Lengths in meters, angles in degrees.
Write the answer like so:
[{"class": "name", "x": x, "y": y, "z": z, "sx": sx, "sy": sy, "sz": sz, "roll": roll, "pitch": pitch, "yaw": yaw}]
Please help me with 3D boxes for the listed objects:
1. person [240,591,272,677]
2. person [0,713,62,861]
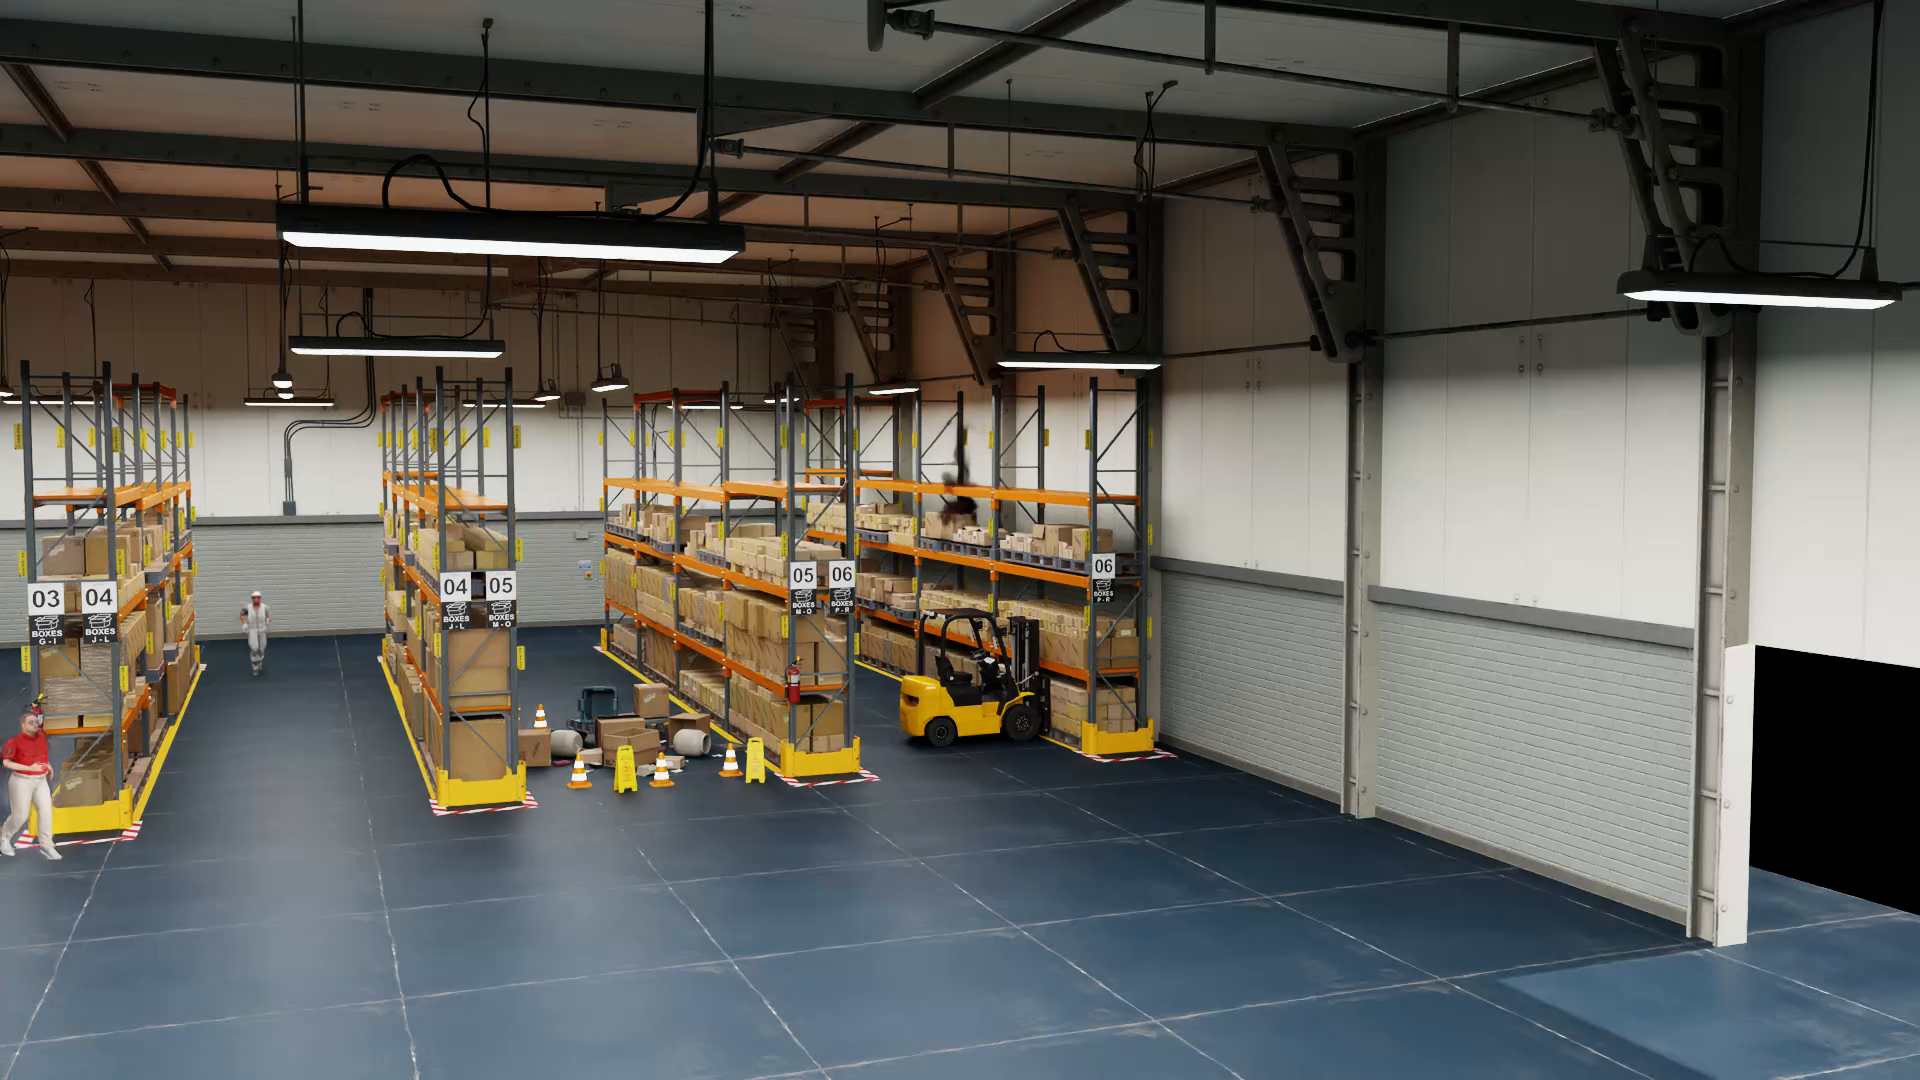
[{"class": "person", "x": -14.997, "y": 1.996, "z": 35.479, "sx": 0.586, "sy": 1.824, "sz": 0.868, "roll": -2, "pitch": 4, "yaw": -36}, {"class": "person", "x": -11.150, "y": 2.950, "z": 19.890, "sx": 0.863, "sy": 1.769, "sz": 0.680, "roll": 1, "pitch": 4, "yaw": 21}]
